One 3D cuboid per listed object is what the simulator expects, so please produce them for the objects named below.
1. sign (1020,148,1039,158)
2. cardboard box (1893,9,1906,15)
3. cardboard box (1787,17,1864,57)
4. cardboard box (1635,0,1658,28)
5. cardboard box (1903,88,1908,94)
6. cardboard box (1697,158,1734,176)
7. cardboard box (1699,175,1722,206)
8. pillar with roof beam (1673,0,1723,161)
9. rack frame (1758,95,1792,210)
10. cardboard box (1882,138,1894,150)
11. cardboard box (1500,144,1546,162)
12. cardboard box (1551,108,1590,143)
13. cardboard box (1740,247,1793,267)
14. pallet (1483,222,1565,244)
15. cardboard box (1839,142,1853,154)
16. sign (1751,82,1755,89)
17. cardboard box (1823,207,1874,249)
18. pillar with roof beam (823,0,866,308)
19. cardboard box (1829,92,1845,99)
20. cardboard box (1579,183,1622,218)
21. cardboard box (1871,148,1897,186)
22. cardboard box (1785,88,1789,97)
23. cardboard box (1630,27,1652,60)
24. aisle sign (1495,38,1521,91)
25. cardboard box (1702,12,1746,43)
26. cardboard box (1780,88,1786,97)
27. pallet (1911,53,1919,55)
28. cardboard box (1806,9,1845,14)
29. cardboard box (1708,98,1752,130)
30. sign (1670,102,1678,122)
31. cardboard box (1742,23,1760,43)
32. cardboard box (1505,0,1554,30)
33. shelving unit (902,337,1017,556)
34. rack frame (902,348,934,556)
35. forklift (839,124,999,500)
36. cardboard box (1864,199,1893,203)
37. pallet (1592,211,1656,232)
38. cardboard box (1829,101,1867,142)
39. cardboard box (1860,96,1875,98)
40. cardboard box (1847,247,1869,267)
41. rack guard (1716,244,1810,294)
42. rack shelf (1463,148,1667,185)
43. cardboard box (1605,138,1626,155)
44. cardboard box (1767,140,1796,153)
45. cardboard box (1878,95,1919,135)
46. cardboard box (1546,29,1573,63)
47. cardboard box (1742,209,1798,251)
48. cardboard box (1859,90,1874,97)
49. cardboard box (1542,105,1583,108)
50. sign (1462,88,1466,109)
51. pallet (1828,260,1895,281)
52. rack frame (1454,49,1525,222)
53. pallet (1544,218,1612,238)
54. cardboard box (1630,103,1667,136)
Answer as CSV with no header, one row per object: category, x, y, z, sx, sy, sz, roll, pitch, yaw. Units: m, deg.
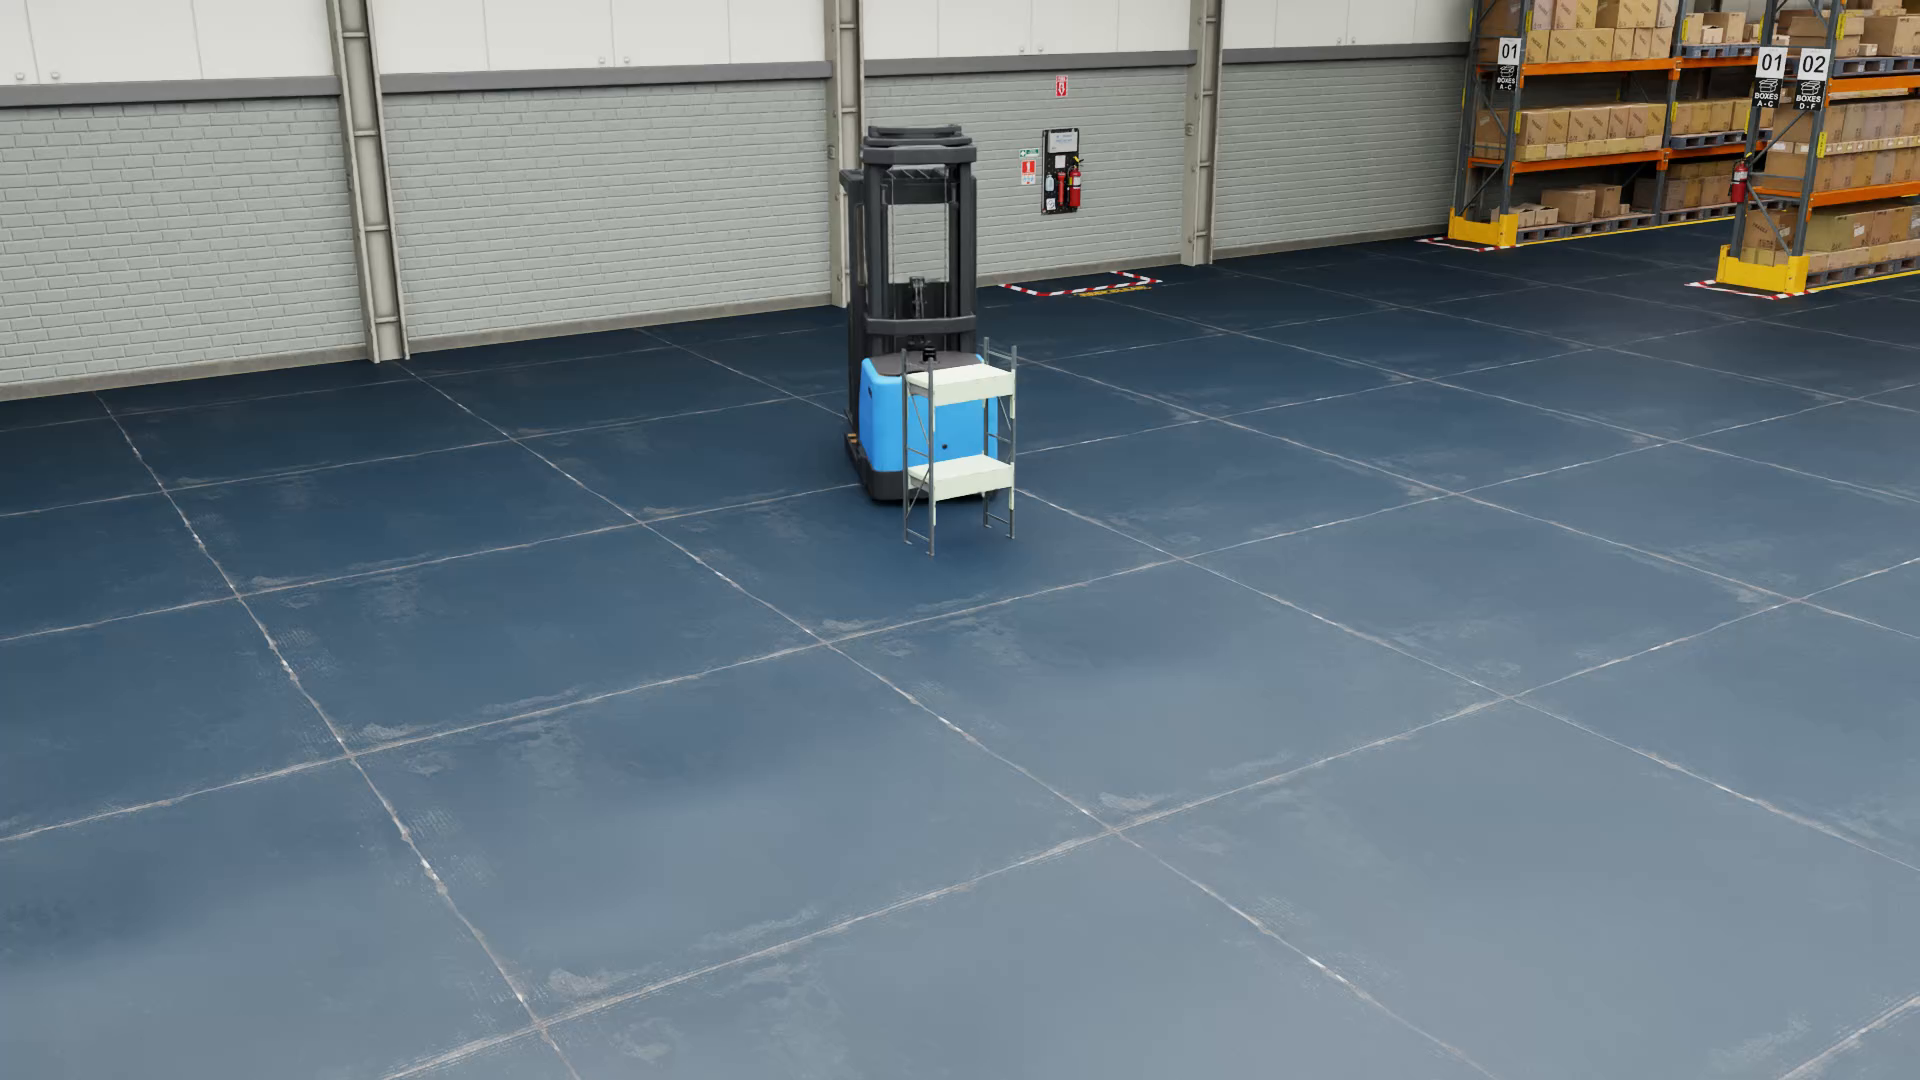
sign,0.960,-5.361,23.036,0.331,0.109,0.001,-12,22,-31
cardboard box,17.684,-9.957,31.986,0.500,0.500,0.700,-13,23,-34
cardboard box,11.667,-6.803,22.464,0.637,0.503,0.797,-10,21,-28
cardboard box,11.074,-8.687,27.325,0.500,0.500,0.500,-11,21,-28
cardboard box,18.230,-8.808,32.292,0.500,0.250,0.500,-11,22,-30
cardboard box,13.629,-6.764,30.114,0.500,0.250,0.500,-12,22,-32
cardboard box,13.256,-6.338,30.026,0.500,0.500,0.700,-12,22,-31
pillar with roof beam,15.945,-9.394,26.481,0.400,9.000,9.100,-12,22,-31
rack frame,15.139,-7.701,30.840,0.127,3.000,1.000,-12,22,-31
cardboard box,12.915,-5.604,23.469,0.250,0.149,0.380,-12,22,-31
cardboard box,9.039,-6.231,26.696,0.500,0.250,0.500,-13,22,-33
cardboard box,9.875,-6.763,27.098,0.500,0.500,0.500,-13,22,-33
cardboard box,11.470,-4.037,23.641,0.500,0.250,0.500,-12,22,-31
pallet,9.219,-5.118,27.554,1.213,0.211,1.003,-12,22,-31
cardboard box,12.059,-5.425,22.938,0.250,0.149,0.380,-12,22,-31
sign,14.831,-8.397,31.092,0.005,0.325,0.100,-12,22,-31
cardboard box,12.582,-4.434,23.644,0.500,0.500,0.500,-12,22,-31
pillar with roof beam,0.912,-6.223,17.102,0.400,9.000,9.100,-12,22,-31
cardboard box,16.108,-8.360,30.967,0.500,0.250,0.500,-12,22,-32
cardboard box,10.953,-5.827,28.514,0.500,0.500,0.500,-14,23,-35
cardboard box,12.873,-5.367,23.781,0.500,0.500,0.700,-11,22,-30
cardboard box,15.375,-8.403,31.095,0.500,0.250,0.500,-11,22,-30
cardboard box,11.083,-8.234,27.545,0.500,0.500,0.500,-14,23,-36
aisle sign,8.562,-7.430,25.981,0.004,0.787,0.394,-12,22,-31
cardboard box,13.329,-8.956,29.057,0.500,0.500,0.500,-13,23,-33
cardboard box,14.867,-8.195,30.446,0.250,0.149,0.380,-16,24,-38
pallet,13.827,-6.894,23.908,1.213,0.211,1.003,-12,22,-31
cardboard box,15.926,-9.586,30.889,0.500,0.500,0.700,-13,23,-34
cardboard box,13.723,-7.646,29.834,0.500,0.500,0.700,-12,22,-31
sign,12.103,-7.263,28.192,0.005,0.325,0.100,-12,22,-31
cardboard box,14.005,-8.977,29.738,0.637,0.503,0.797,-9,20,-24
cardboard box,8.913,-8.246,26.021,0.500,0.500,0.500,-14,23,-35
shelving unit,-0.006,-0.709,12.501,0.755,1.500,0.431,-12,22,-31
rack frame,-0.311,-0.645,12.310,0.023,1.500,0.400,-12,22,-31
forklift,-0.444,-2.143,14.507,1.130,2.935,3.031,-3,19,-10
cardboard box,13.553,-4.836,24.831,0.500,0.500,0.500,-12,22,-31
pallet,11.257,-5.548,28.825,1.213,0.211,1.003,-12,22,-31
cardboard box,12.062,-5.812,23.070,0.500,0.500,0.700,-13,22,-33
cardboard box,16.973,-8.187,31.625,0.500,0.500,0.500,-11,22,-30
cardboard box,12.588,-4.076,23.755,0.500,0.250,0.500,-12,22,-31
rack guard,11.165,-3.779,23.143,0.348,0.500,1.175,-12,22,-31
rack shelf,10.128,-6.303,27.829,4.000,0.370,1.077,-12,22,-31
cardboard box,10.737,-6.592,27.763,0.500,0.250,0.500,-12,22,-32
cardboard box,11.399,-5.440,22.985,0.250,0.149,0.380,-12,22,-32
cardboard box,13.737,-6.165,24.115,0.500,0.500,0.700,-12,22,-32
cardboard box,9.342,-7.847,26.401,0.500,0.500,0.500,-10,21,-28
cardboard box,11.469,-4.393,23.523,0.500,0.500,0.500,-12,22,-31
cardboard box,16.946,-8.541,31.501,0.500,0.250,0.500,-12,22,-33
cardboard box,10.010,-6.992,27.776,0.500,0.500,0.500,-12,22,-31
sign,8.169,-7.142,26.886,0.005,0.325,0.100,-12,22,-31
pallet,12.818,-4.006,24.265,1.213,0.211,1.003,-12,22,-31
rack frame,8.457,-6.292,26.672,0.127,3.000,1.000,-12,22,-31
pallet,10.237,-5.332,28.185,1.213,0.211,1.003,-12,22,-31
cardboard box,11.573,-7.124,28.166,0.500,0.500,0.500,-12,22,-32
